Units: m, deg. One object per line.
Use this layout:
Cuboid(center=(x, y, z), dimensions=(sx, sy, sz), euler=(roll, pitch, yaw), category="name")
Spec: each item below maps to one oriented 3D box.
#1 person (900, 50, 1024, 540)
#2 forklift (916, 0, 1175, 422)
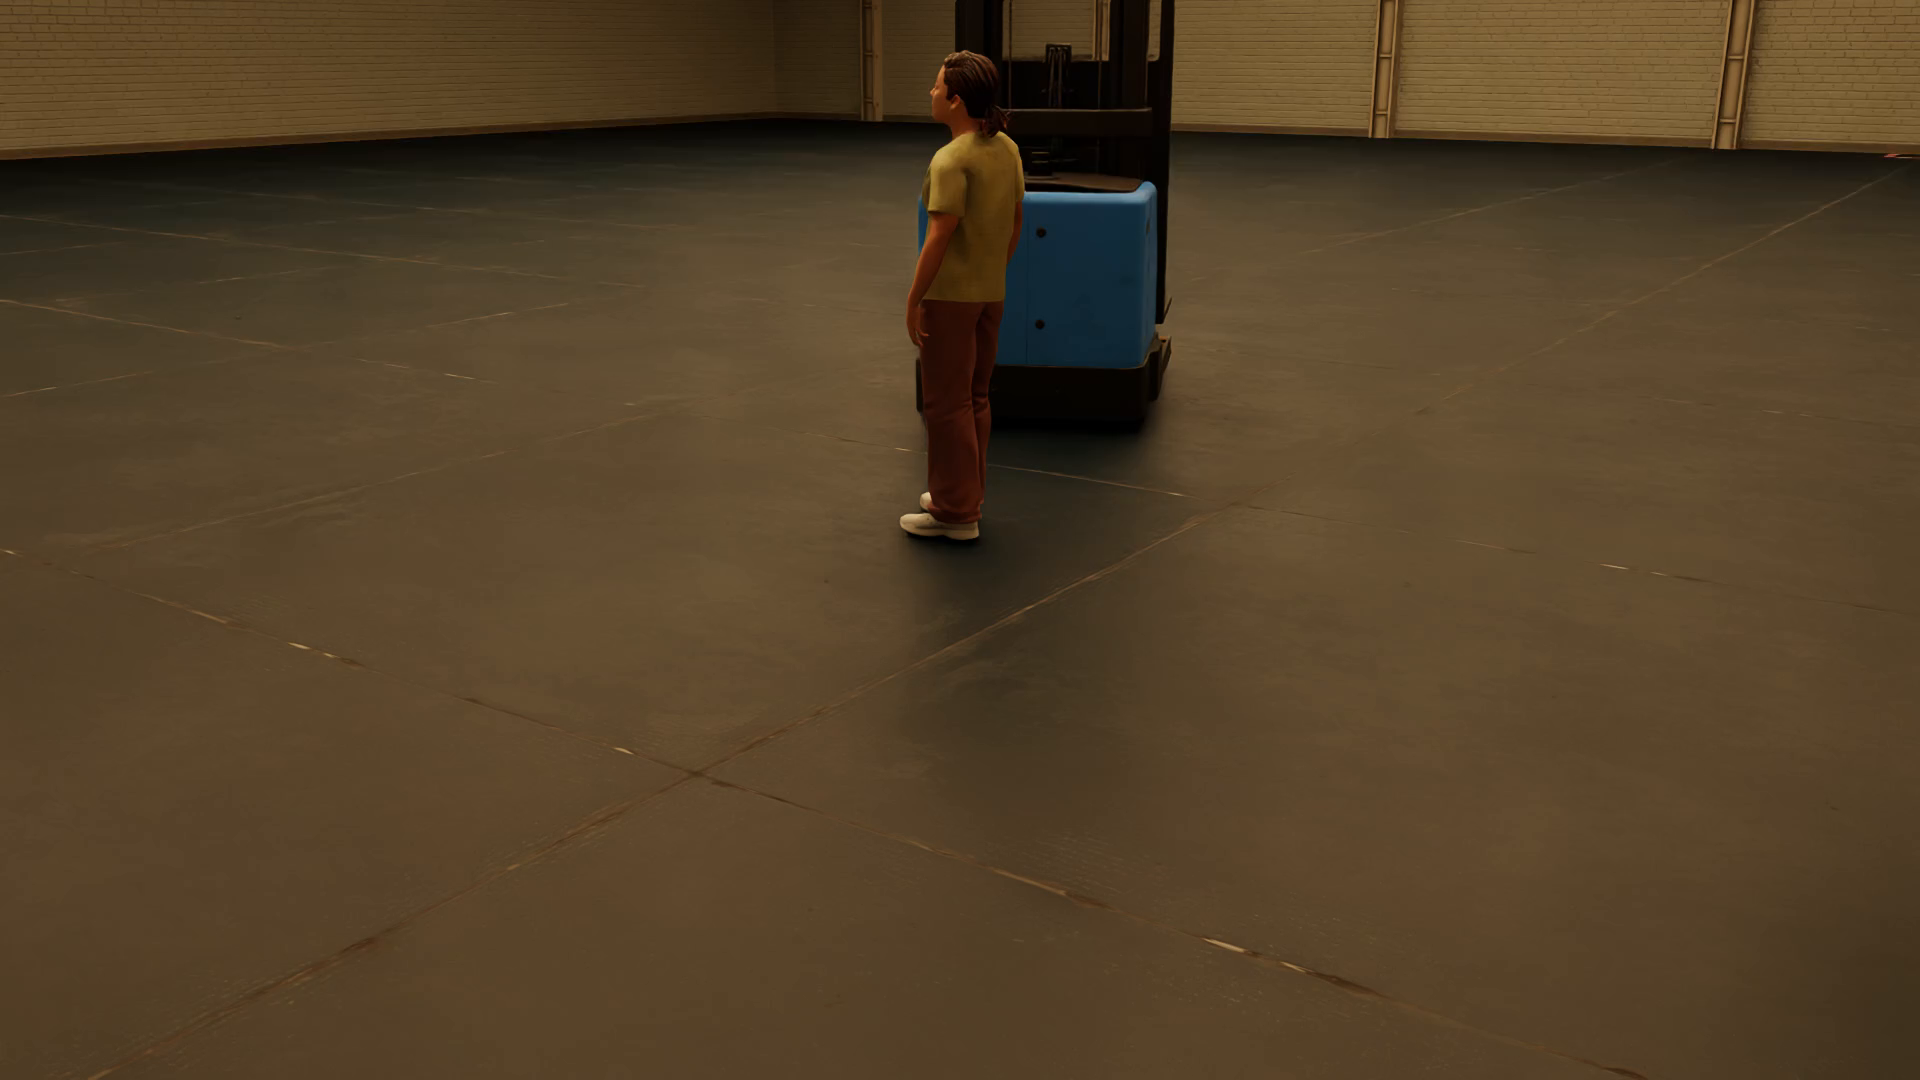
Cuboid(center=(-0.054, -0.824, 5.755), dimensions=(0.549, 1.675, 0.555), euler=(11, 20, 33), category="person")
Cuboid(center=(0.561, -2.317, 8.580), dimensions=(1.130, 2.935, 3.031), euler=(3, 17, 10), category="forklift")
